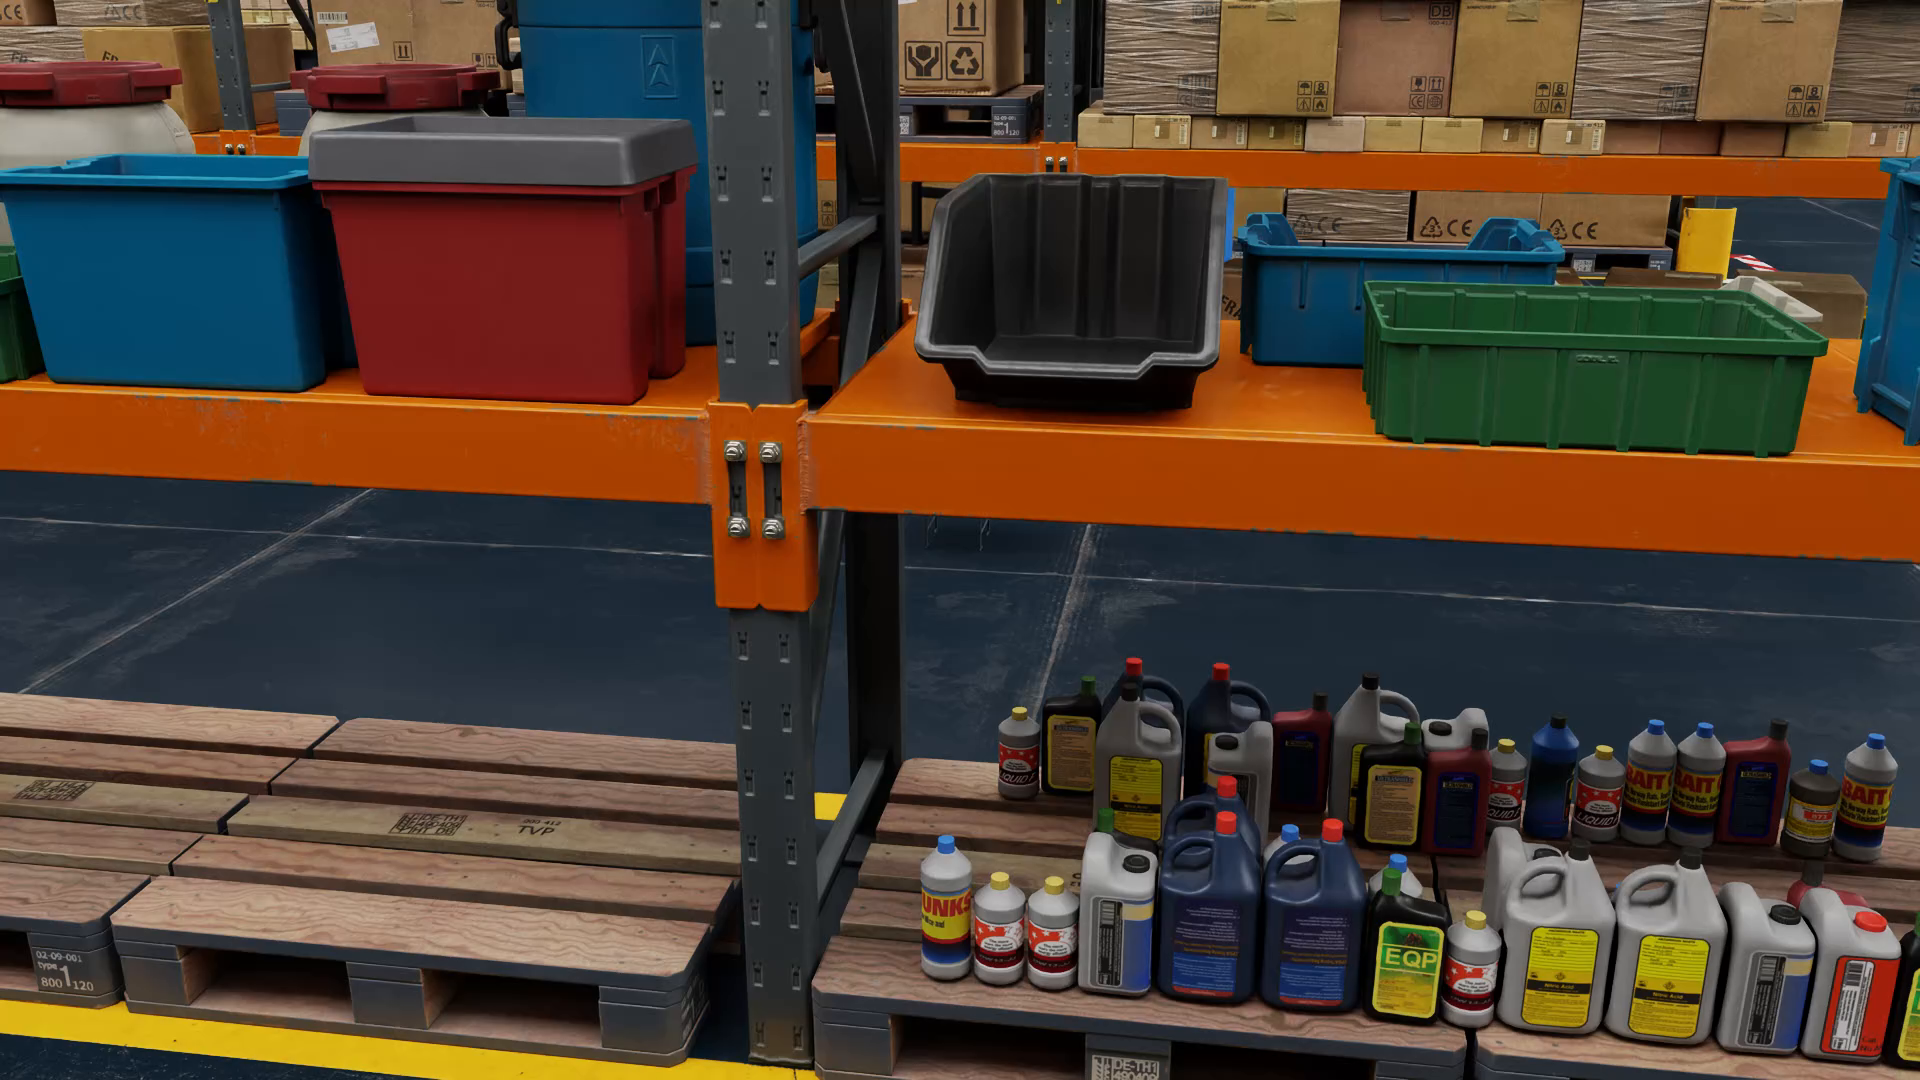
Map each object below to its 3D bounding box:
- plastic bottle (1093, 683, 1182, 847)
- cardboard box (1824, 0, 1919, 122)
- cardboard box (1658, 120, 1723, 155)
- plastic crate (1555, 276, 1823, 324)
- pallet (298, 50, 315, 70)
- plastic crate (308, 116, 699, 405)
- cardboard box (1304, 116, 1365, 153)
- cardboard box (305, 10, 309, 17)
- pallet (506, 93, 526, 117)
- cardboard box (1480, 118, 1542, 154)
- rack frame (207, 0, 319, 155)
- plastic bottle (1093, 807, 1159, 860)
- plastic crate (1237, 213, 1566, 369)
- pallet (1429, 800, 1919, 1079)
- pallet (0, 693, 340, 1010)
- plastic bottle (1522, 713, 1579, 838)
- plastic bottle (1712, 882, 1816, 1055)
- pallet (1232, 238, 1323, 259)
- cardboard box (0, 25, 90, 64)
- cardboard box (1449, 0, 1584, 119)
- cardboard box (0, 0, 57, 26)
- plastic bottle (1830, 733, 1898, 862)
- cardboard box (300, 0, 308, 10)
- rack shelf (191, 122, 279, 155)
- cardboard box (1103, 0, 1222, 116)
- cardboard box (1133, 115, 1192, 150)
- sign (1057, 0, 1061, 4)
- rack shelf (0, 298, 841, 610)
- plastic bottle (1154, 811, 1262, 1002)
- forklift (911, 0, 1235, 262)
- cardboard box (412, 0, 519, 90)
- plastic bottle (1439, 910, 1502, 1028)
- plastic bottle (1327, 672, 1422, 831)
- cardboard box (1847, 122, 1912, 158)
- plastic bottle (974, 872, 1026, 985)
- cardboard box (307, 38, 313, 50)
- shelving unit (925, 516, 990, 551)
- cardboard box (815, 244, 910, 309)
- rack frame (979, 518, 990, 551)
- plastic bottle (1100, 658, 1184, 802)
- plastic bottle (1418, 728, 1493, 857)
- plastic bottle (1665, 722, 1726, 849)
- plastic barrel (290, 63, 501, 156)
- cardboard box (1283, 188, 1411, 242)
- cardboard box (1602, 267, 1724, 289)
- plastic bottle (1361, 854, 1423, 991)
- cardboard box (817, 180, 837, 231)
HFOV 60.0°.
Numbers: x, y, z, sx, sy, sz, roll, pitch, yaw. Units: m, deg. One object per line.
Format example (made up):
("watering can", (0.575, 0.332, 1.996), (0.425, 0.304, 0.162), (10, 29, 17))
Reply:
("plastic bottle", (0.388, 0.481, 3.620), (0.185, 0.351, 0.144), (3, 19, 9))
("cardboard box", (3.926, -2.129, 7.313), (0.500, 0.500, 0.875), (3, 19, 9))
("cardboard box", (3.164, -1.787, 7.313), (0.250, 0.149, 0.380), (3, 19, 9))
("plastic crate", (1.373, -0.427, 3.266), (0.437, 0.136, 0.530), (3, 19, 9))
("pallet", (-4.509, -3.852, 13.389), (1.213, 0.211, 1.003), (3, 19, 9))
("plastic crate", (-0.797, -0.513, 3.008), (0.583, 0.464, 0.402), (3, 19, 9))
("cardboard box", (1.664, -1.826, 7.429), (0.250, 0.149, 0.380), (3, 19, 9))
("cardboard box", (-4.885, -4.050, 12.945), (0.250, 0.149, 0.380), (3, 19, 8))
("pallet", (-1.474, -2.129, 8.242), (1.213, 0.211, 1.003), (3, 19, 9))
("cardboard box", (2.417, -1.812, 7.387), (0.250, 0.149, 0.380), (3, 19, 9))
("rack frame", (-3.435, -2.307, 8.471), (0.127, 3.000, 1.000), (3, 19, 9))
("plastic bottle", (0.314, 0.653, 3.211), (0.133, 0.283, 0.061), (3, 19, 9))
("plastic crate", (0.865, -0.513, 3.343), (0.616, 0.251, 0.499), (3, 19, 9))
("pallet", (1.594, 0.876, 3.353), (1.213, 0.211, 1.003), (3, 19, 9))
("pallet", (-2.260, 0.680, 3.937), (1.213, 0.211, 1.003), (3, 19, 9))
("plastic bottle", (1.301, 0.511, 3.654), (0.097, 0.271, 0.097), (0, 18, 0))
("plastic bottle", (1.414, 0.747, 2.942), (0.135, 0.276, 0.152), (2, 19, 7))
("pallet", (2.140, -2.269, 12.753), (1.213, 0.211, 1.003), (3, 19, 9))
("cardboard box", (-4.452, -2.329, 8.377), (0.500, 0.500, 0.500), (3, 19, 8))
("cardboard box", (2.434, -2.184, 7.477), (0.500, 0.500, 0.875), (3, 19, 9))
("cardboard box", (-4.797, -2.906, 8.521), (0.637, 0.503, 0.797), (3, 19, 10))
("plastic bottle", (1.938, 0.544, 3.557), (0.097, 0.271, 0.097), (0, 18, 0))
("cardboard box", (-4.905, -4.191, 12.897), (0.250, 0.149, 0.380), (4, 19, 11))
("rack shelf", (-5.409, -2.066, 8.886), (4.000, 0.370, 1.077), (3, 19, 9))
("cardboard box", (0.949, -2.252, 7.680), (0.500, 0.500, 0.875), (3, 19, 9))
("cardboard box", (0.924, -1.865, 7.545), (0.250, 0.149, 0.380), (3, 19, 9))
("sign", (0.430, -2.481, 7.165), (0.005, 0.325, 0.100), (3, 19, 9))
("rack shelf", (-2.245, -0.313, 3.646), (4.000, 0.370, 1.077), (3, 19, 9))
("plastic bottle", (0.460, 0.664, 3.072), (0.185, 0.351, 0.144), (3, 19, 10))
("forklift", (0.244, -2.957, 10.523), (3.031, 2.935, 1.130), (15, 23, 37))
("cardboard box", (-2.328, -2.542, 8.354), (0.500, 0.500, 0.700), (6, 19, 17))
("plastic bottle", (0.923, 0.766, 3.003), (0.097, 0.201, 0.097), (0, 18, 0))
("plastic bottle", (0.919, 0.462, 3.677), (0.185, 0.351, 0.144), (3, 19, 8))
("cardboard box", (3.903, -1.748, 7.195), (0.250, 0.149, 0.380), (3, 19, 9))
("plastic bottle", (0.075, 0.723, 3.132), (0.097, 0.201, 0.097), (0, 18, 0))
("cardboard box", (-4.891, -3.909, 12.993), (0.250, 0.149, 0.380), (3, 19, 8))
("shelving unit", (-0.008, -0.427, 6.162), (0.210, 0.900, 0.258), (3, 19, 9))
("cardboard box", (-0.556, -1.196, 8.398), (0.500, 0.500, 0.700), (3, 19, 8))
("rack frame", (0.092, -0.422, 6.146), (0.006, 0.900, 0.240), (3, 19, 9))
("plastic bottle", (0.411, 0.436, 3.755), (0.185, 0.351, 0.144), (2, 19, 7))
("plastic bottle", (1.063, 0.536, 3.560), (0.133, 0.283, 0.061), (3, 19, 9))
("plastic bottle", (1.600, 0.526, 3.609), (0.097, 0.271, 0.097), (0, 18, 0))
("plastic barrel", (-1.181, -0.735, 3.559), (0.433, 0.535, 0.433), (0, 18, 0))
("cardboard box", (2.902, -2.748, 12.476), (0.875, 0.875, 0.875), (3, 19, 9))
("cardboard box", (3.255, -0.974, 7.765), (0.500, 0.500, 0.500), (8, 20, 23))
("plastic bottle", (0.798, 0.707, 3.069), (0.097, 0.271, 0.097), (0, 18, 0))
("cardboard box", (-1.097, -2.886, 13.086), (0.750, 0.750, 1.050), (3, 19, 9))
